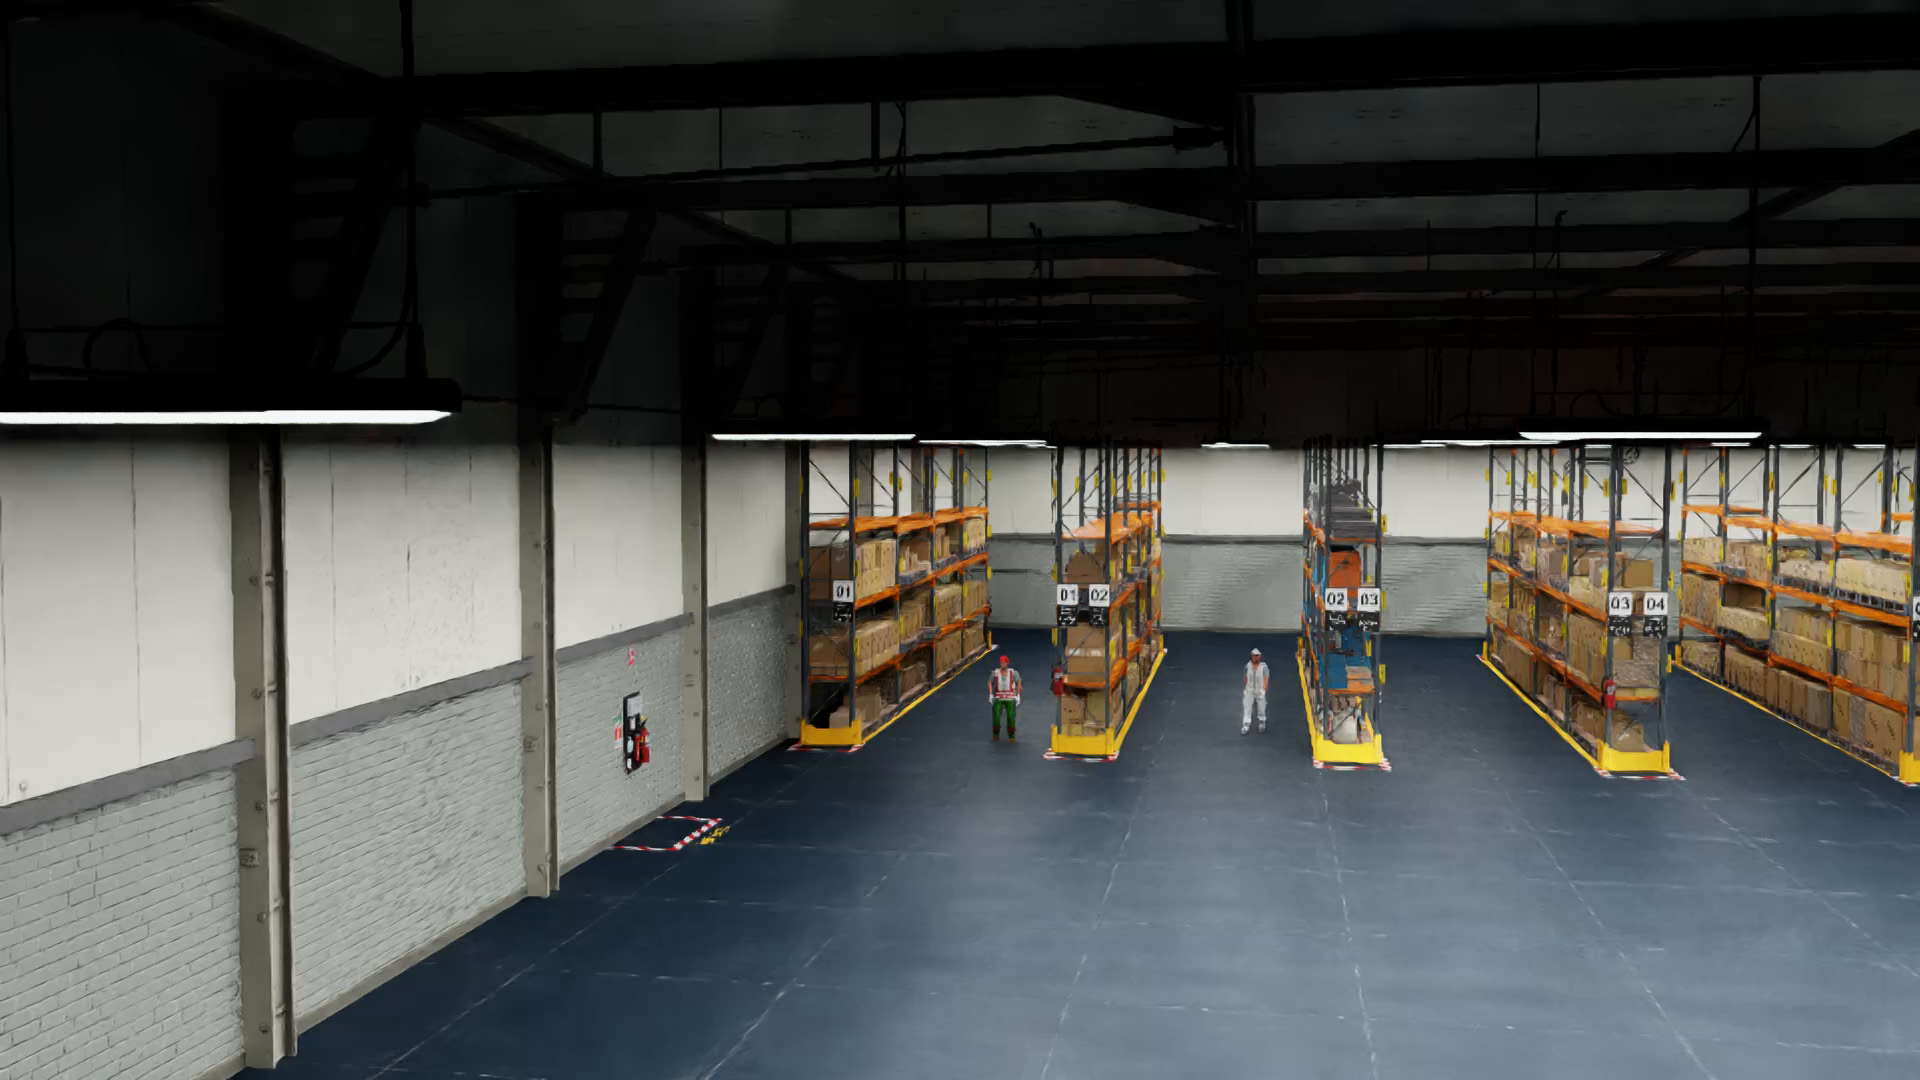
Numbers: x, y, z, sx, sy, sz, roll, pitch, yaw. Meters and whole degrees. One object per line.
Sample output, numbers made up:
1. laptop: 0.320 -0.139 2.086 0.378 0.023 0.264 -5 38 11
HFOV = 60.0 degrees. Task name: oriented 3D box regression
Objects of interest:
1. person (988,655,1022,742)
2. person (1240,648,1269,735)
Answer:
1. person: 0.869 3.102 32.497 0.677 1.742 0.552 1 3 10
2. person: 5.938 3.035 33.383 0.535 1.725 1.024 1 3 20
